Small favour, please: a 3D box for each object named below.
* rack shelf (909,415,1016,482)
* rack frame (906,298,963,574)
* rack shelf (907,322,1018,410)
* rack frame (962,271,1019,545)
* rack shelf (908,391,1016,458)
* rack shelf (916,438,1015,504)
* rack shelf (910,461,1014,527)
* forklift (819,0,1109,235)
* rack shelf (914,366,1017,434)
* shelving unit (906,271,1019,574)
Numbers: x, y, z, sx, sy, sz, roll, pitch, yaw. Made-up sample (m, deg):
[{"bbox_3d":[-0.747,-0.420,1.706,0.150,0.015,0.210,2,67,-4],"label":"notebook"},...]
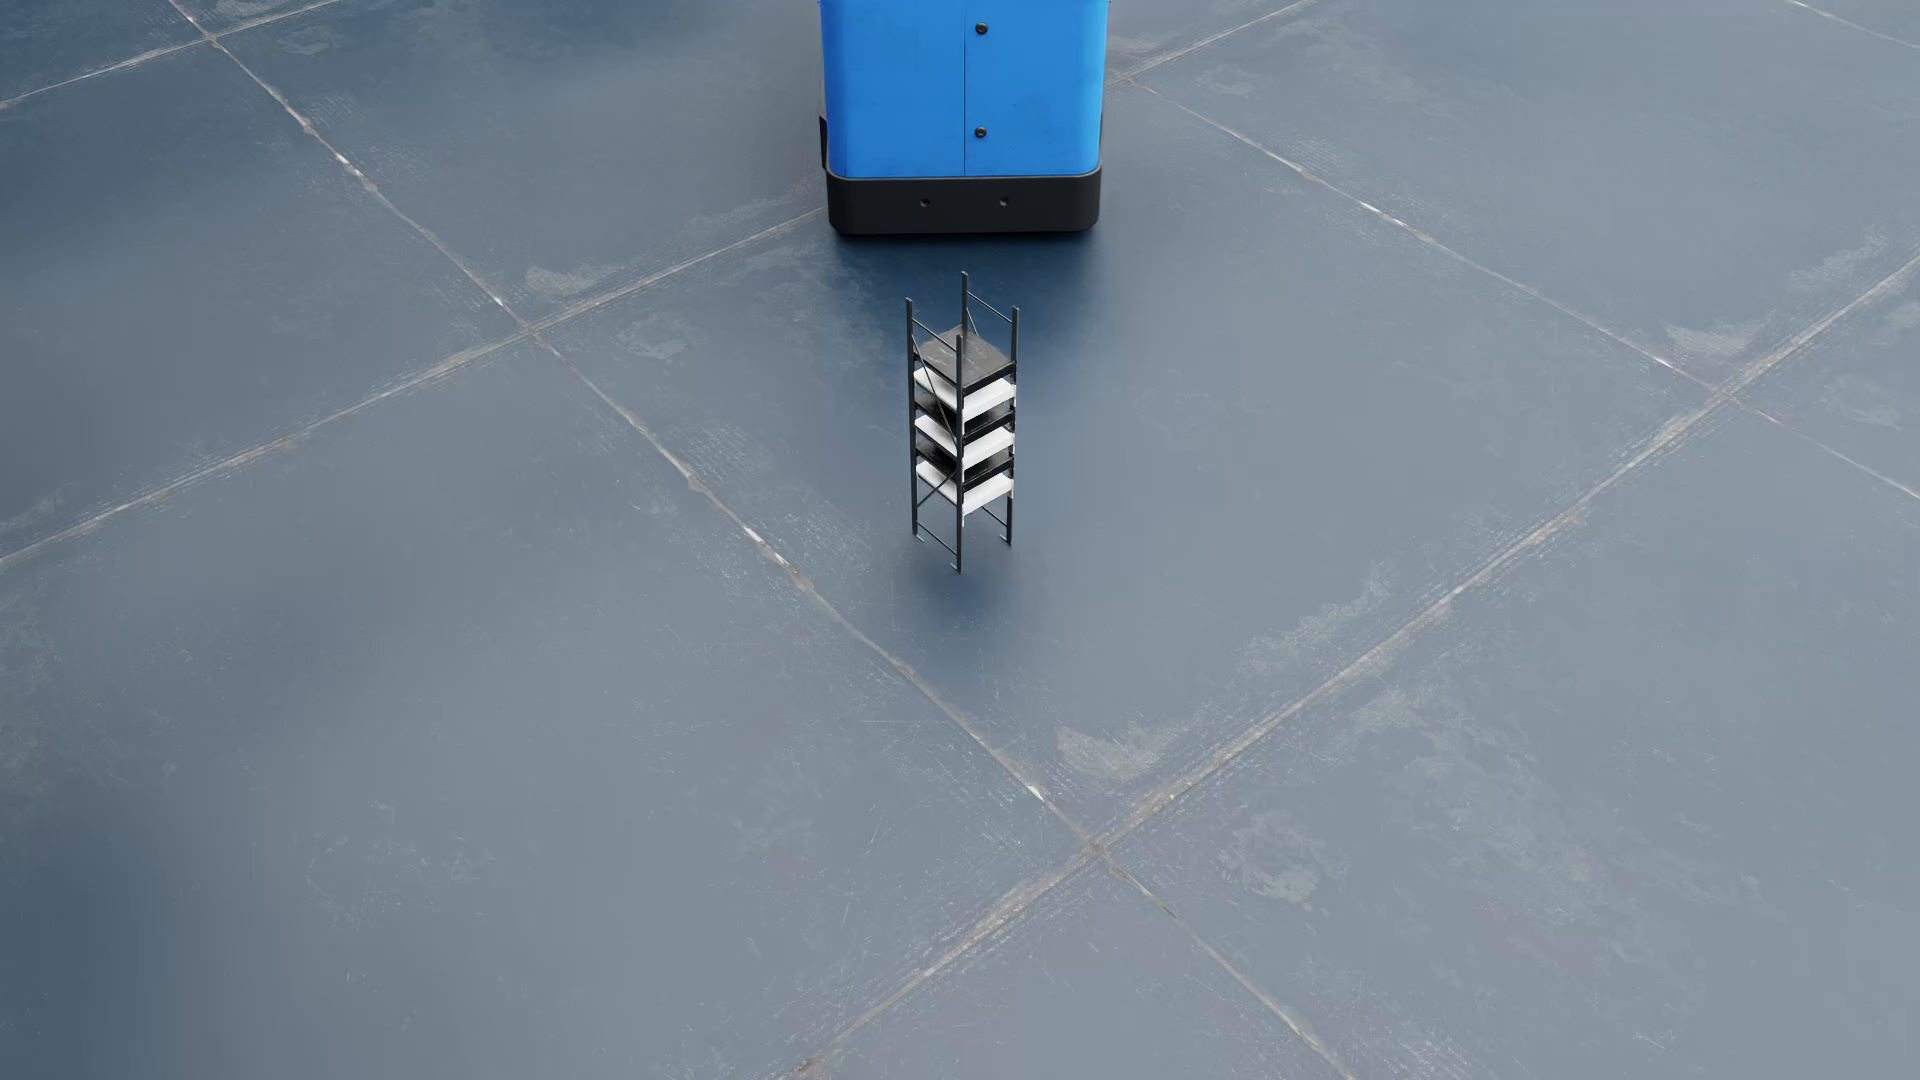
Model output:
[{"bbox_3d":[0.006,-0.307,4.969,0.200,0.077,0.258,-30,51,-28],"label":"rack shelf"},{"bbox_3d":[-0.072,-0.287,4.898,0.006,0.900,0.240,-30,51,-28],"label":"rack frame"},{"bbox_3d":[0.006,-0.504,4.784,0.200,0.077,0.258,-30,51,-28],"label":"rack shelf"},{"bbox_3d":[0.084,-0.376,4.993,0.006,0.900,0.240,-30,51,-28],"label":"rack frame"},{"bbox_3d":[0.006,-0.373,4.907,0.200,0.077,0.258,-30,51,-28],"label":"rack shelf"},{"bbox_3d":[0.006,-0.242,5.030,0.200,0.077,0.258,-30,51,-28],"label":"rack shelf"},{"bbox_3d":[0.006,-0.176,5.092,0.200,0.077,0.258,-30,51,-28],"label":"rack shelf"},{"bbox_3d":[-0.024,-3.234,6.553,1.130,2.935,3.031,-1,43,-1],"label":"forklift"},{"bbox_3d":[0.006,-0.438,4.845,0.200,0.077,0.258,-30,51,-28],"label":"rack shelf"},{"bbox_3d":[0.006,-0.332,4.946,0.210,0.900,0.258,-30,51,-28],"label":"shelving unit"}]
